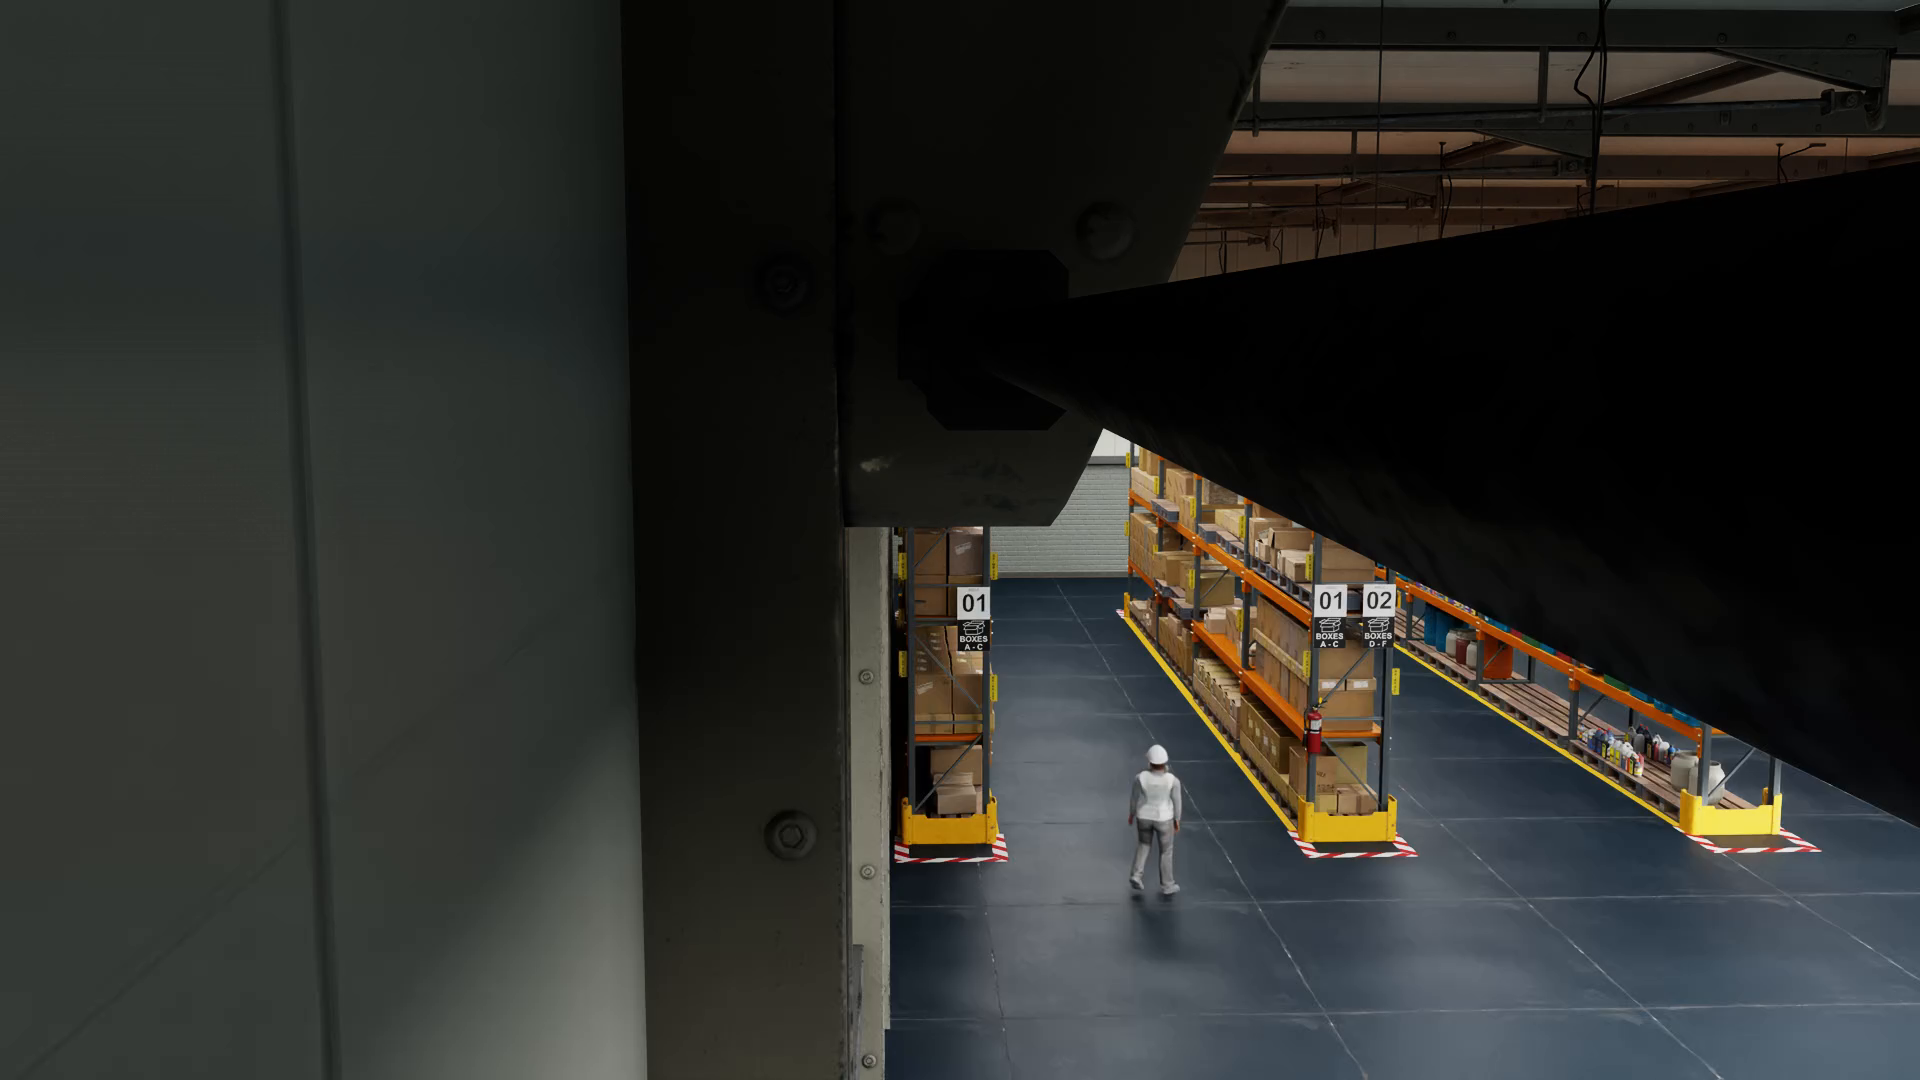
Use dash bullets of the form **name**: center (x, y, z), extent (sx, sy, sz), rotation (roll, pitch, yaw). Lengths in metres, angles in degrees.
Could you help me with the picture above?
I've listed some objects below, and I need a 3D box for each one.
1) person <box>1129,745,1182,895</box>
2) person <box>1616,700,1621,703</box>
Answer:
- **person**: center (2.182, 3.108, 18.575), extent (0.619, 1.754, 0.585), rotation (4, 8, 27)
- **person**: center (11.155, 1.857, 28.117), extent (0.545, 1.704, 1.145), rotation (-1, 7, -4)
